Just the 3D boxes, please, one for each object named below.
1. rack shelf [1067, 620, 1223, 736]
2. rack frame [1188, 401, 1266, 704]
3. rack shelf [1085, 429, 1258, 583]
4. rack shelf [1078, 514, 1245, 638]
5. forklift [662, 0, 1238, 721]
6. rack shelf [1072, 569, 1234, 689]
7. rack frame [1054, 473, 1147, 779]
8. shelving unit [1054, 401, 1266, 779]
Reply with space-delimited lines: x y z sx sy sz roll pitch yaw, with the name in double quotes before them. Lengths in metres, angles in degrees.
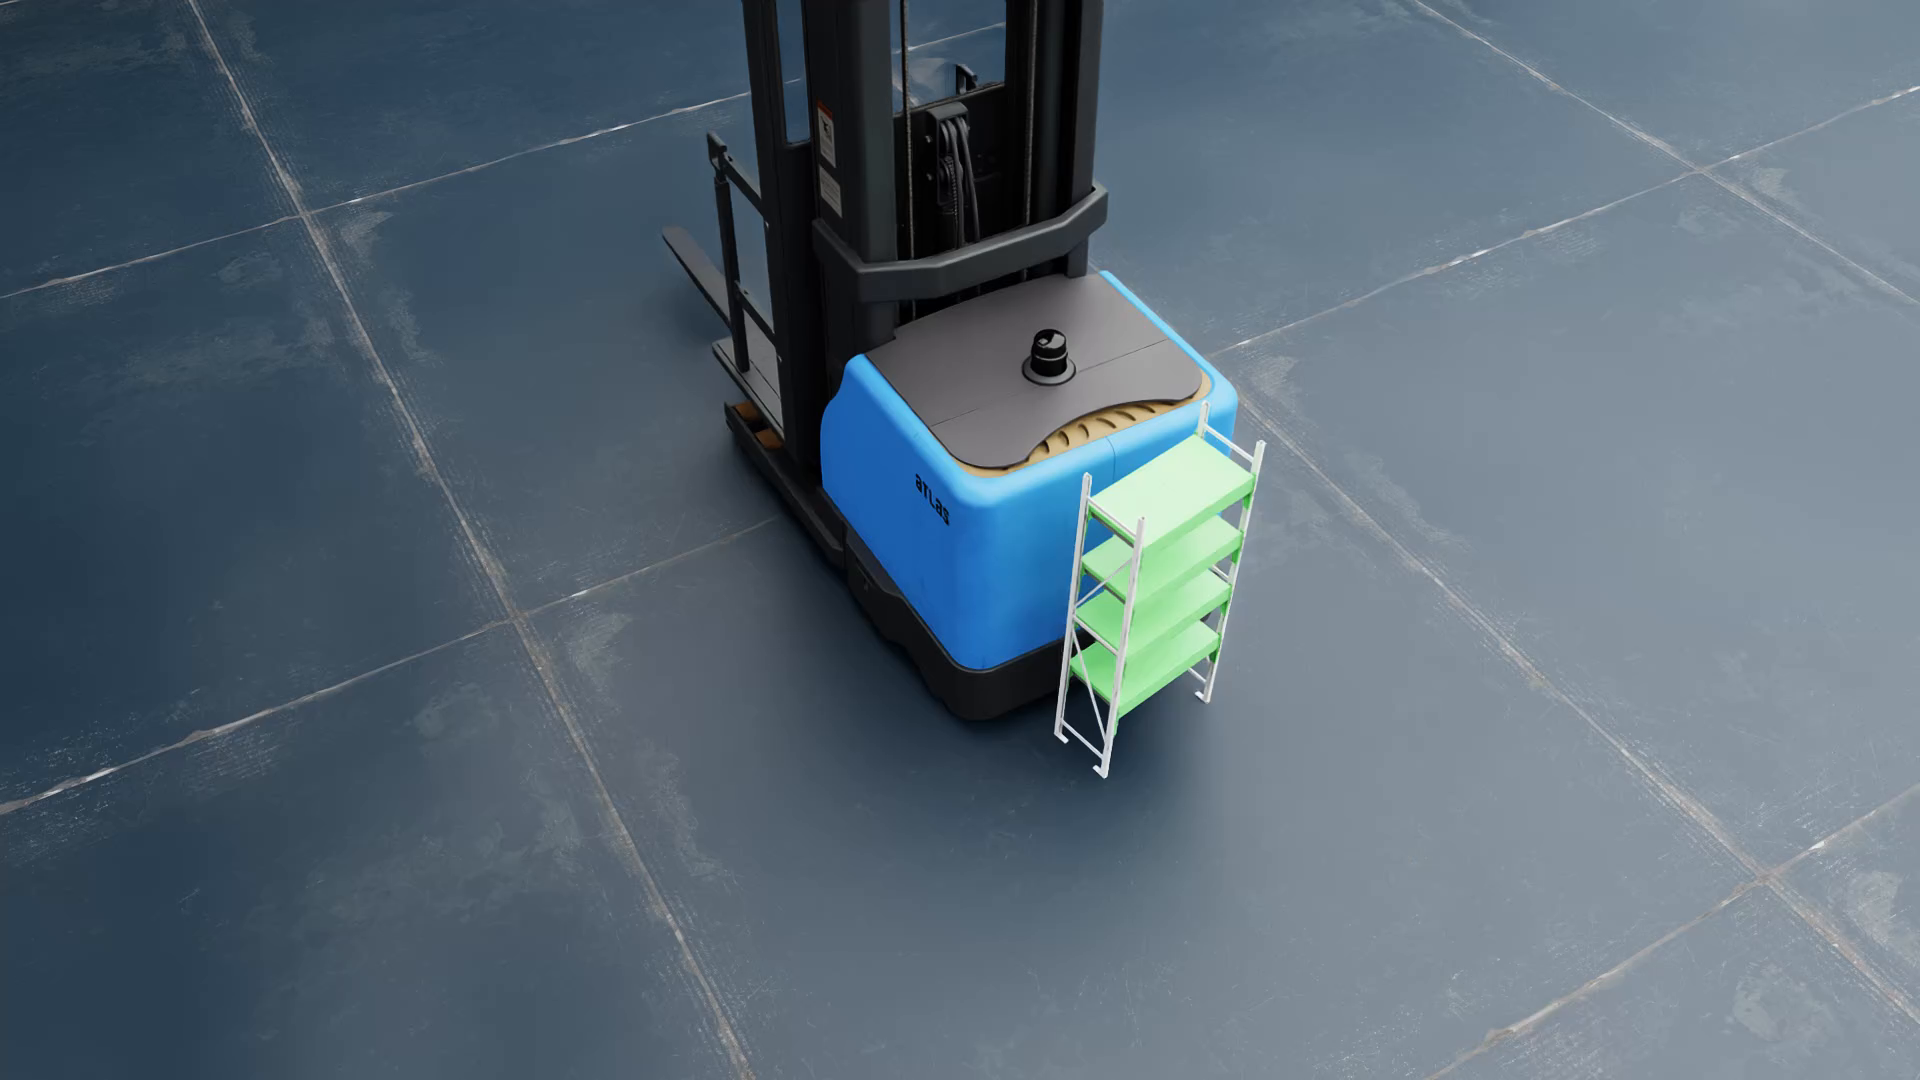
"rack shelf" 0.592 0.395 5.409 0.480 0.148 0.258 -31 55 -28
"rack frame" 0.785 0.073 5.305 0.015 1.200 0.240 -31 55 -28
"rack shelf" 0.612 -0.105 4.892 0.480 0.148 0.258 -31 55 -28
"rack shelf" 0.605 0.062 5.064 0.480 0.148 0.258 -31 55 -28
"forklift" -0.276 -1.469 5.659 1.130 2.935 3.031 -22 48 -21
"rack shelf" 0.599 0.228 5.237 0.480 0.148 0.258 -31 55 -28
"rack frame" 0.416 0.295 5.076 0.015 1.200 0.240 -31 55 -28
"shelving unit" 0.600 0.184 5.191 0.503 1.200 0.258 -31 55 -28
